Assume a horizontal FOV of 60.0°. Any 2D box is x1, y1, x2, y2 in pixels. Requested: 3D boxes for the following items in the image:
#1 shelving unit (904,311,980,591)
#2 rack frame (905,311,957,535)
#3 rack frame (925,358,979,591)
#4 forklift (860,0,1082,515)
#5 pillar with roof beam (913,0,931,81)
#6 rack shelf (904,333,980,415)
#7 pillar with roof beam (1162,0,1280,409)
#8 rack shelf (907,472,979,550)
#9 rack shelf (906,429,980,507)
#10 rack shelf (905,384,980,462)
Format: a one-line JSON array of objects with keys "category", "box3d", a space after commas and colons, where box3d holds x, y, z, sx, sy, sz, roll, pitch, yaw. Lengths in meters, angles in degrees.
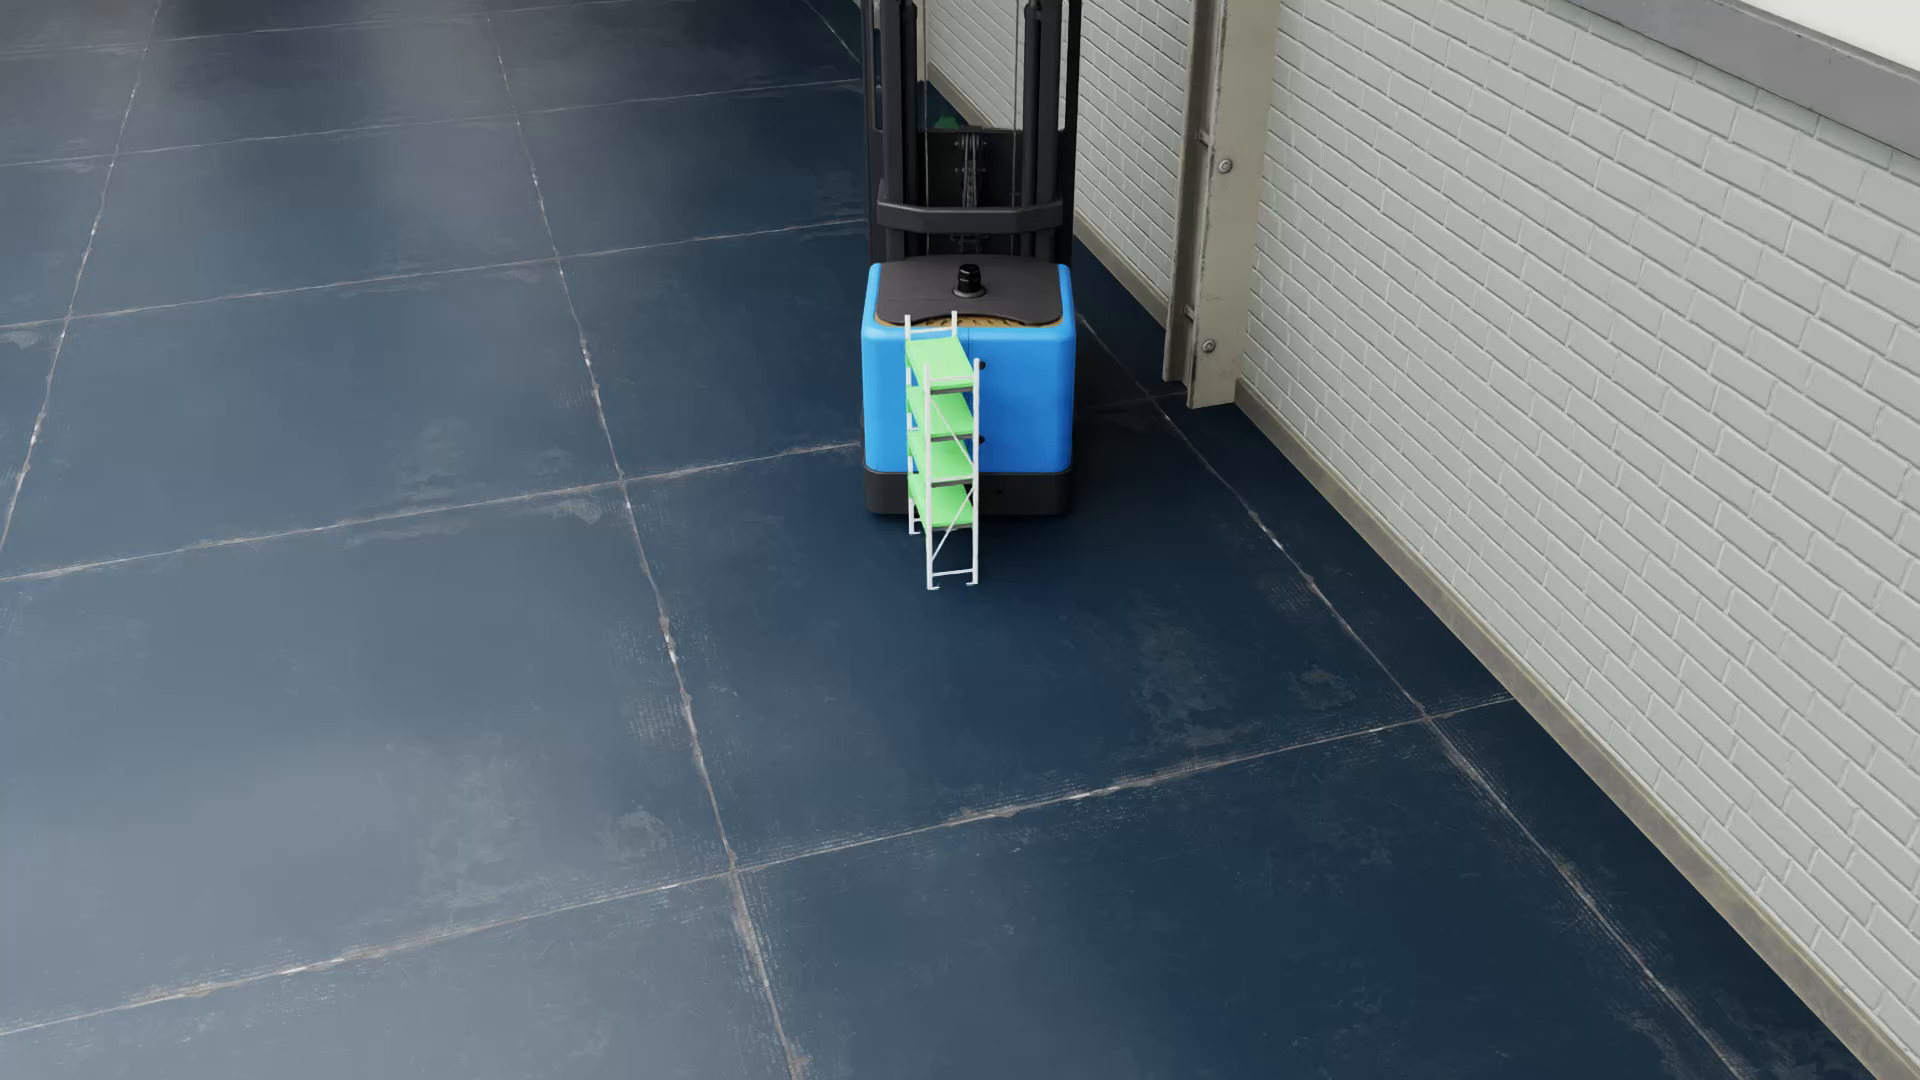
[{"category": "shelving unit", "box3d": [-0.084, -0.409, 7.781, 0.258, 1.200, 0.503, -6, 34, -10]}, {"category": "rack frame", "box3d": [-0.133, -0.541, 7.980, 0.240, 1.200, 0.015, -6, 34, -10]}, {"category": "rack frame", "box3d": [-0.035, -0.277, 7.581, 0.240, 1.200, 0.015, -6, 34, -10]}, {"category": "forklift", "box3d": [0.057, -2.124, 8.806, 1.130, 2.935, 3.031, 0, 33, 1]}, {"category": "pillar with roof beam", "box3d": [-4.548, -7.049, 10.754, 9.100, 9.000, 0.400, -10, 35, -15]}, {"category": "rack shelf", "box3d": [-0.084, -0.756, 7.551, 0.258, 0.148, 0.480, -6, 34, -10]}, {"category": "pillar with roof beam", "box3d": [-2.718, -3.898, 5.987, 9.100, 9.000, 0.400, -10, 35, -15]}, {"category": "rack shelf", "box3d": [-0.084, -0.155, 7.948, 0.258, 0.148, 0.480, -6, 34, -10]}, {"category": "rack shelf", "box3d": [-0.084, -0.356, 7.816, 0.258, 0.148, 0.480, -6, 34, -10]}, {"category": "rack shelf", "box3d": [-0.084, -0.556, 7.684, 0.258, 0.148, 0.480, -6, 34, -10]}]
